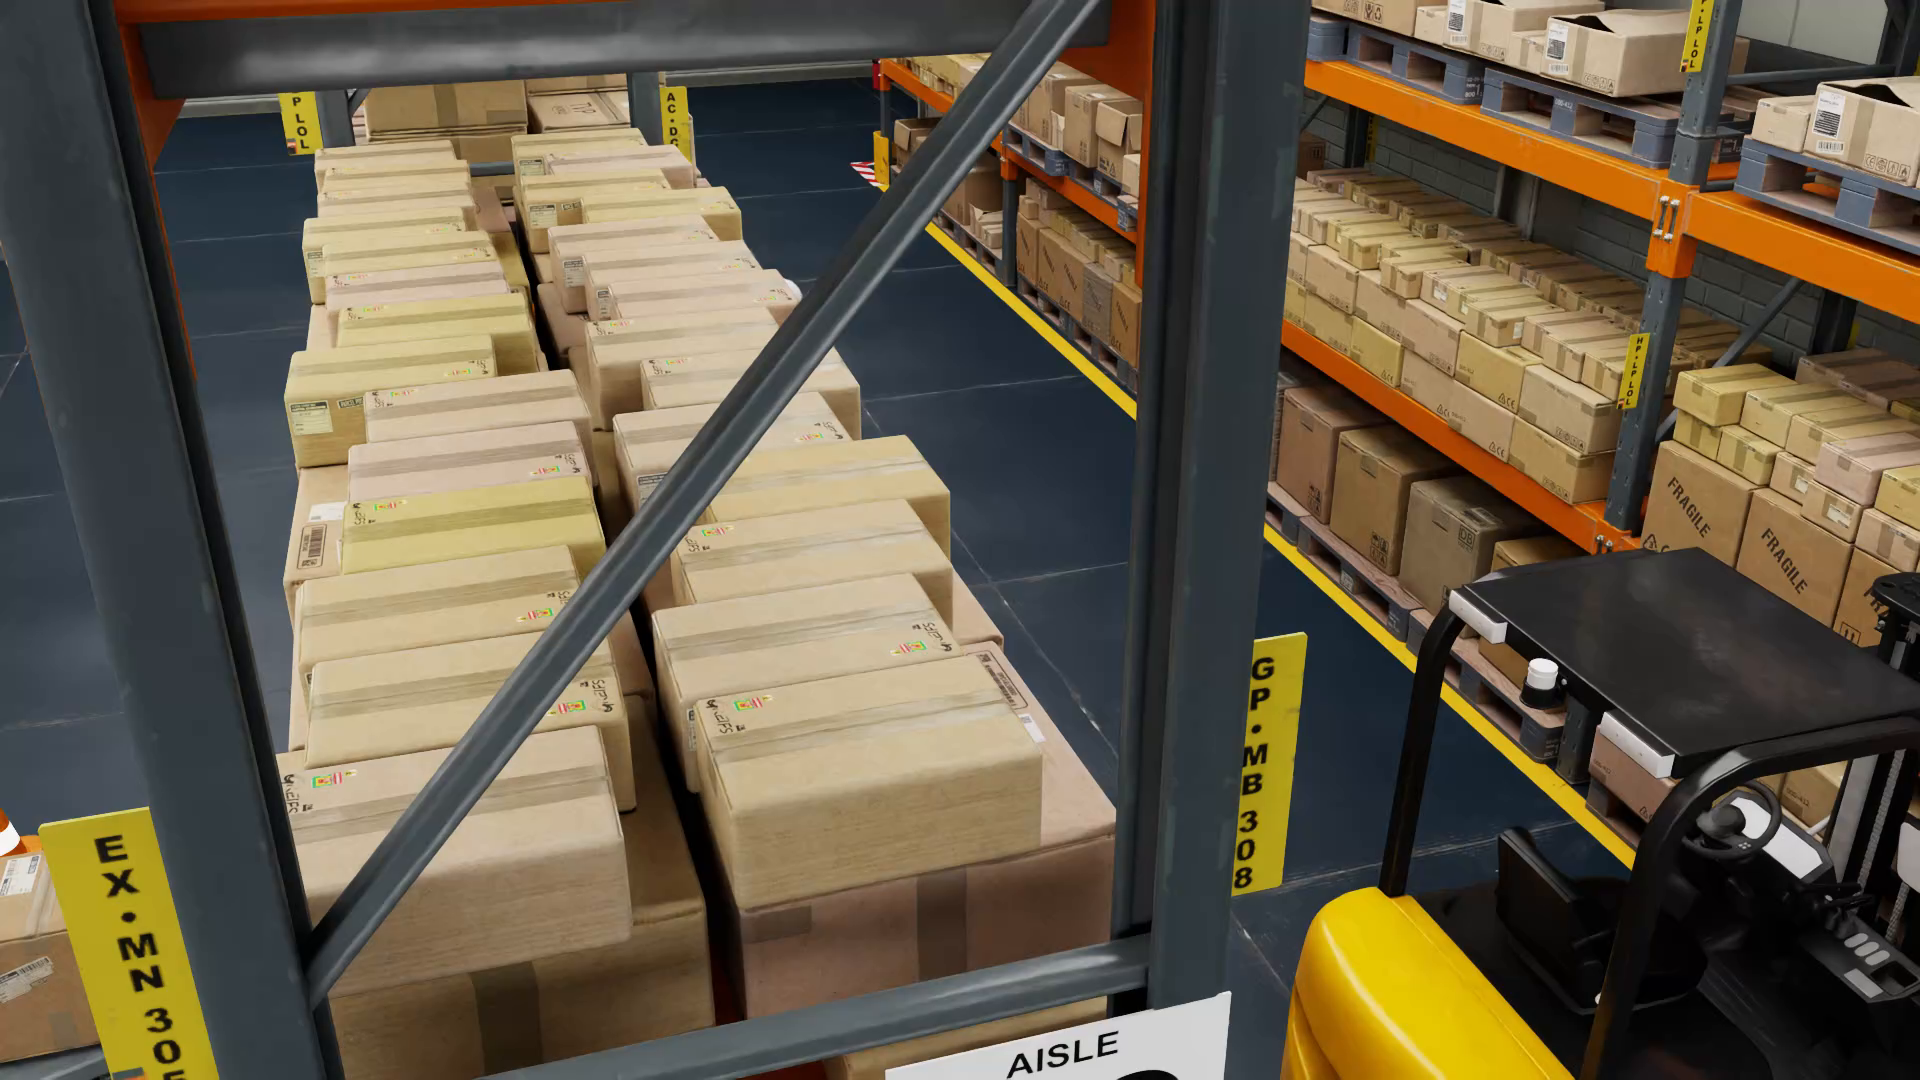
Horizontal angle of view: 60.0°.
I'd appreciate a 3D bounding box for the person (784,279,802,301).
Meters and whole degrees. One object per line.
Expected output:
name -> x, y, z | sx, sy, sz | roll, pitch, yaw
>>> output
person -> -1.002, -0.611, 9.350 | 0.591, 1.824, 0.511 | -12, 29, -23
